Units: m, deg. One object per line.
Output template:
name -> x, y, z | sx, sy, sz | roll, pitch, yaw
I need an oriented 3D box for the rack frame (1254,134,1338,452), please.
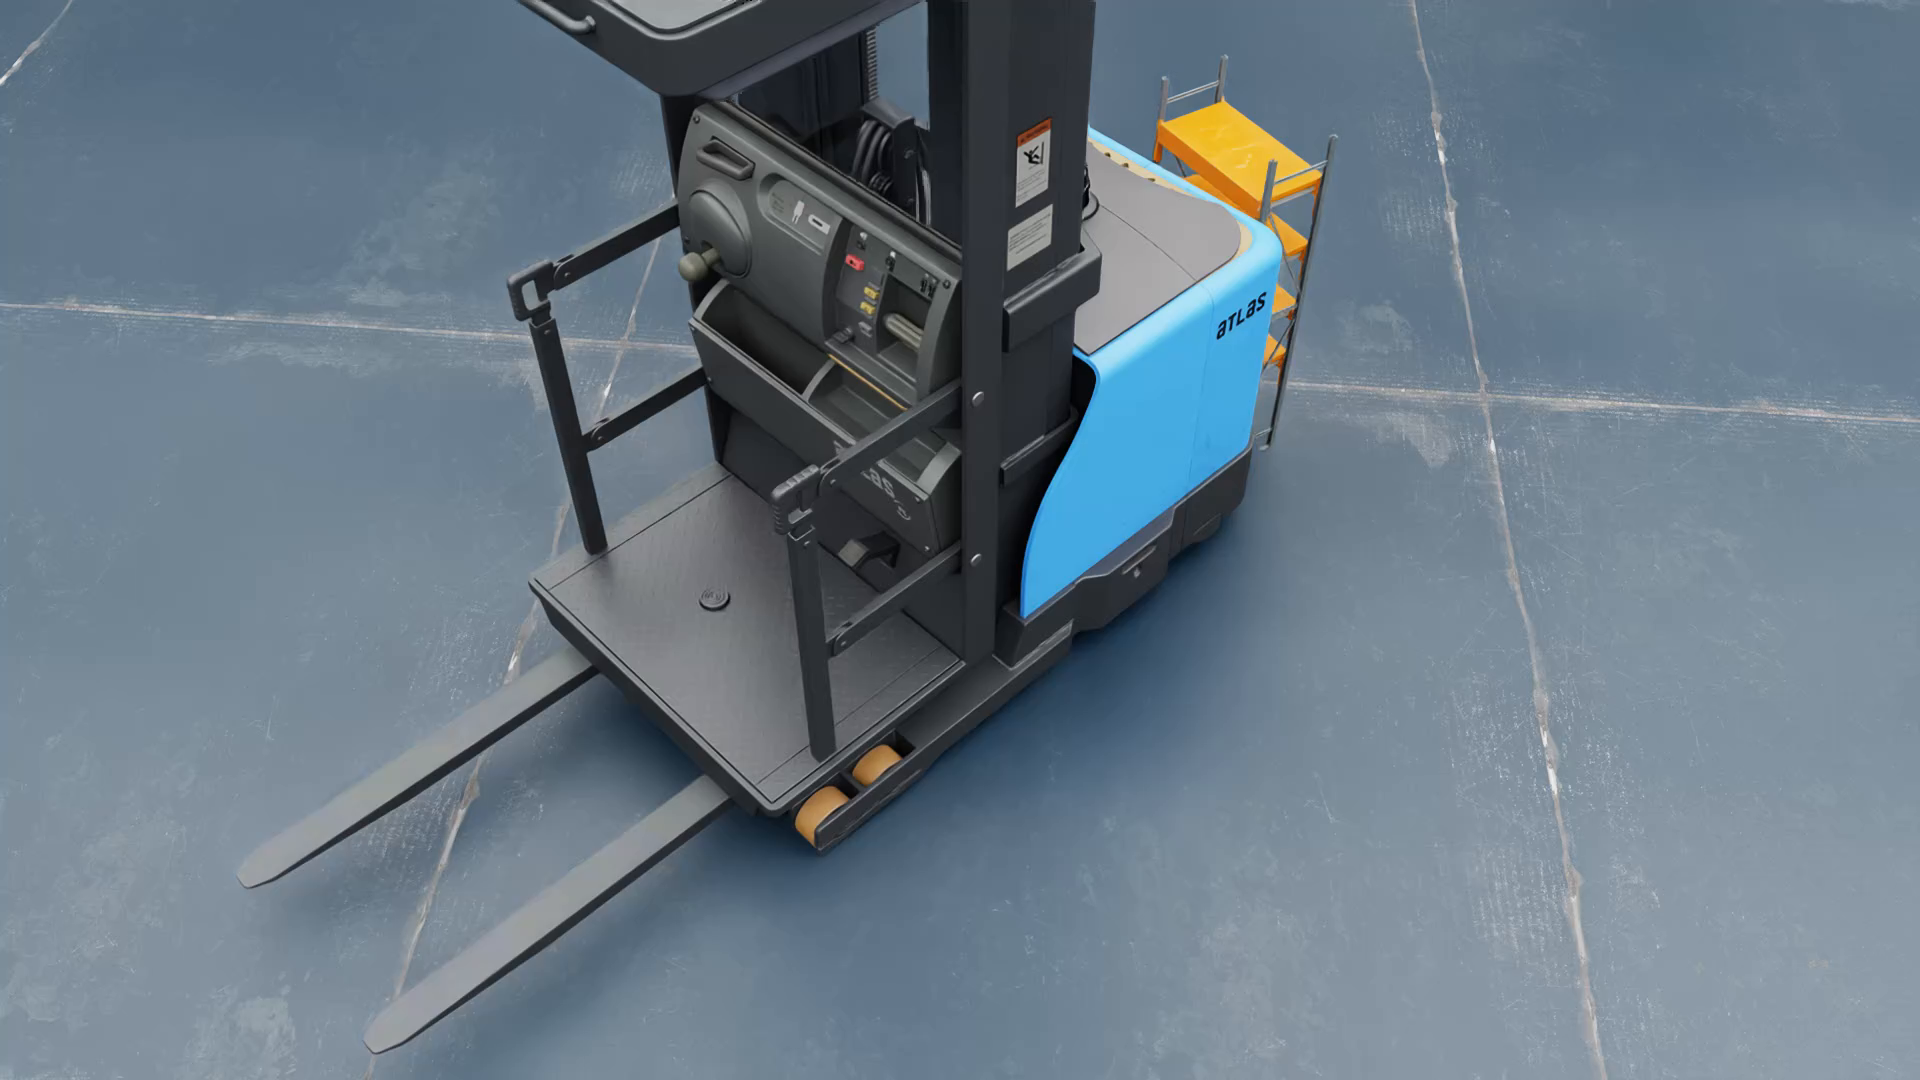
rack frame -> 0.947, -0.679, 5.055 | 0.240, 1.200, 0.015 | -25, 52, -22

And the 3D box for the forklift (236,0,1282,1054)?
forklift -> -0.504, -0.599, 3.811 | 3.031, 2.935, 1.130 | -36, 57, -28

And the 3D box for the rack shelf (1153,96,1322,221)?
rack shelf -> 0.821, -1.098, 4.906 | 0.258, 0.148, 0.480 | -25, 52, -22

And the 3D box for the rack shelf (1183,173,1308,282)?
rack shelf -> 0.818, -0.937, 5.079 | 0.258, 0.148, 0.480 | -25, 52, -22

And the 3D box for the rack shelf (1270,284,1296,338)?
rack shelf -> 0.815, -0.785, 5.243 | 0.258, 0.148, 0.480 | -25, 52, -22

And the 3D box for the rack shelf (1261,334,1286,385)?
rack shelf -> 0.812, -0.650, 5.388 | 0.258, 0.148, 0.480 | -25, 52, -22

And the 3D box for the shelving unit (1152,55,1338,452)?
shelving unit -> 0.816, -0.831, 5.194 | 0.258, 1.200, 0.503 | -25, 52, -22

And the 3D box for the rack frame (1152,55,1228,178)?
rack frame -> 0.684, -0.982, 5.332 | 0.240, 1.200, 0.015 | -25, 52, -22
